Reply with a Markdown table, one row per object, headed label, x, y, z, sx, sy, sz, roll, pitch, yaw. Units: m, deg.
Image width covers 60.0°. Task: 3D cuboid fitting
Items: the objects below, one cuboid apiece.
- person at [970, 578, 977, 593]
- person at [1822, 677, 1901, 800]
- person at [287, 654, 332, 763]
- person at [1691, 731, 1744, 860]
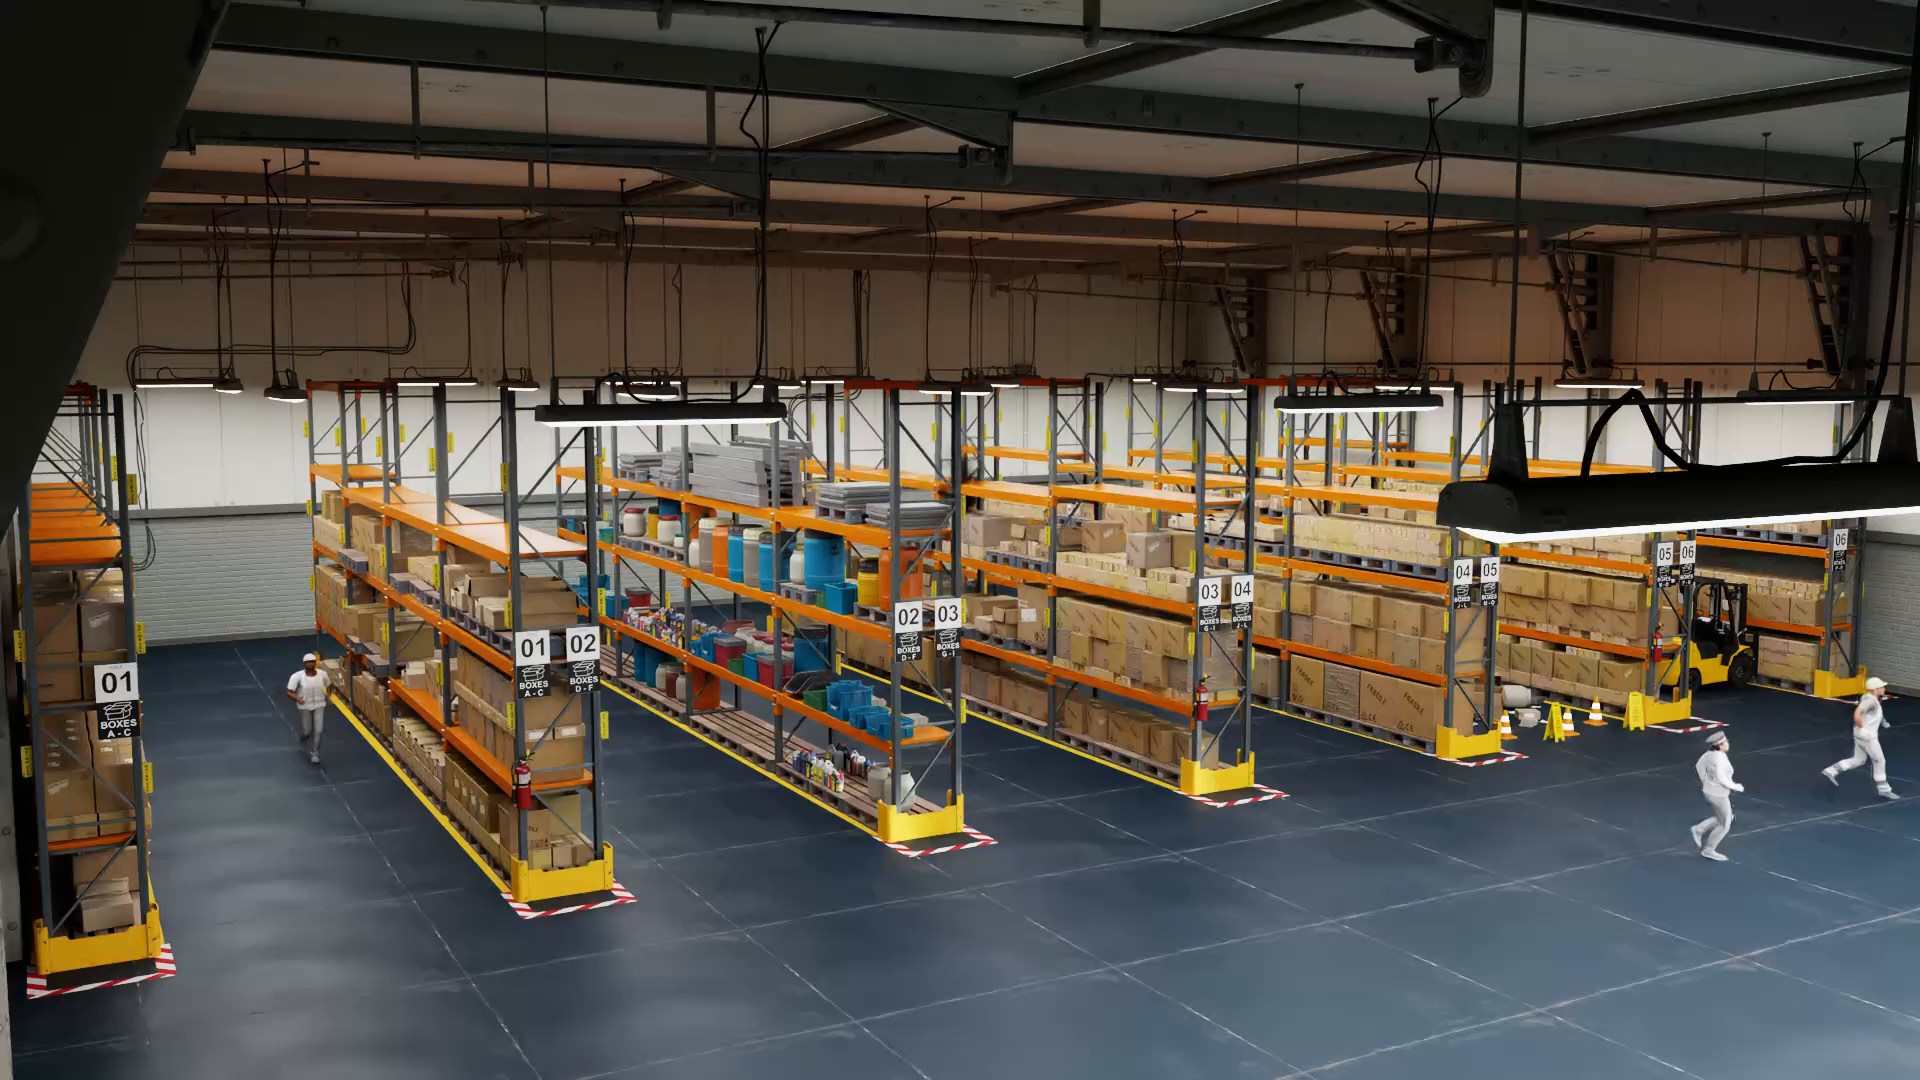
| label | x | y | z | sx | sy | sz | roll | pitch | yaw |
| --- | --- | --- | --- | --- | --- | --- | --- | --- | --- |
| person | 0.511 | 1.001 | 42.182 | 0.576 | 1.697 | 0.737 | 1 | 6 | 12 |
| person | 13.171 | 2.869 | 24.224 | 1.046 | 1.775 | 0.685 | 2 | 7 | 21 |
| person | -10.342 | 2.656 | 26.496 | 0.704 | 1.725 | 0.668 | -4 | 7 | -34 |
| person | 9.698 | 3.254 | 21.247 | 0.538 | 1.666 | 0.657 | 1 | 6 | 7 |
